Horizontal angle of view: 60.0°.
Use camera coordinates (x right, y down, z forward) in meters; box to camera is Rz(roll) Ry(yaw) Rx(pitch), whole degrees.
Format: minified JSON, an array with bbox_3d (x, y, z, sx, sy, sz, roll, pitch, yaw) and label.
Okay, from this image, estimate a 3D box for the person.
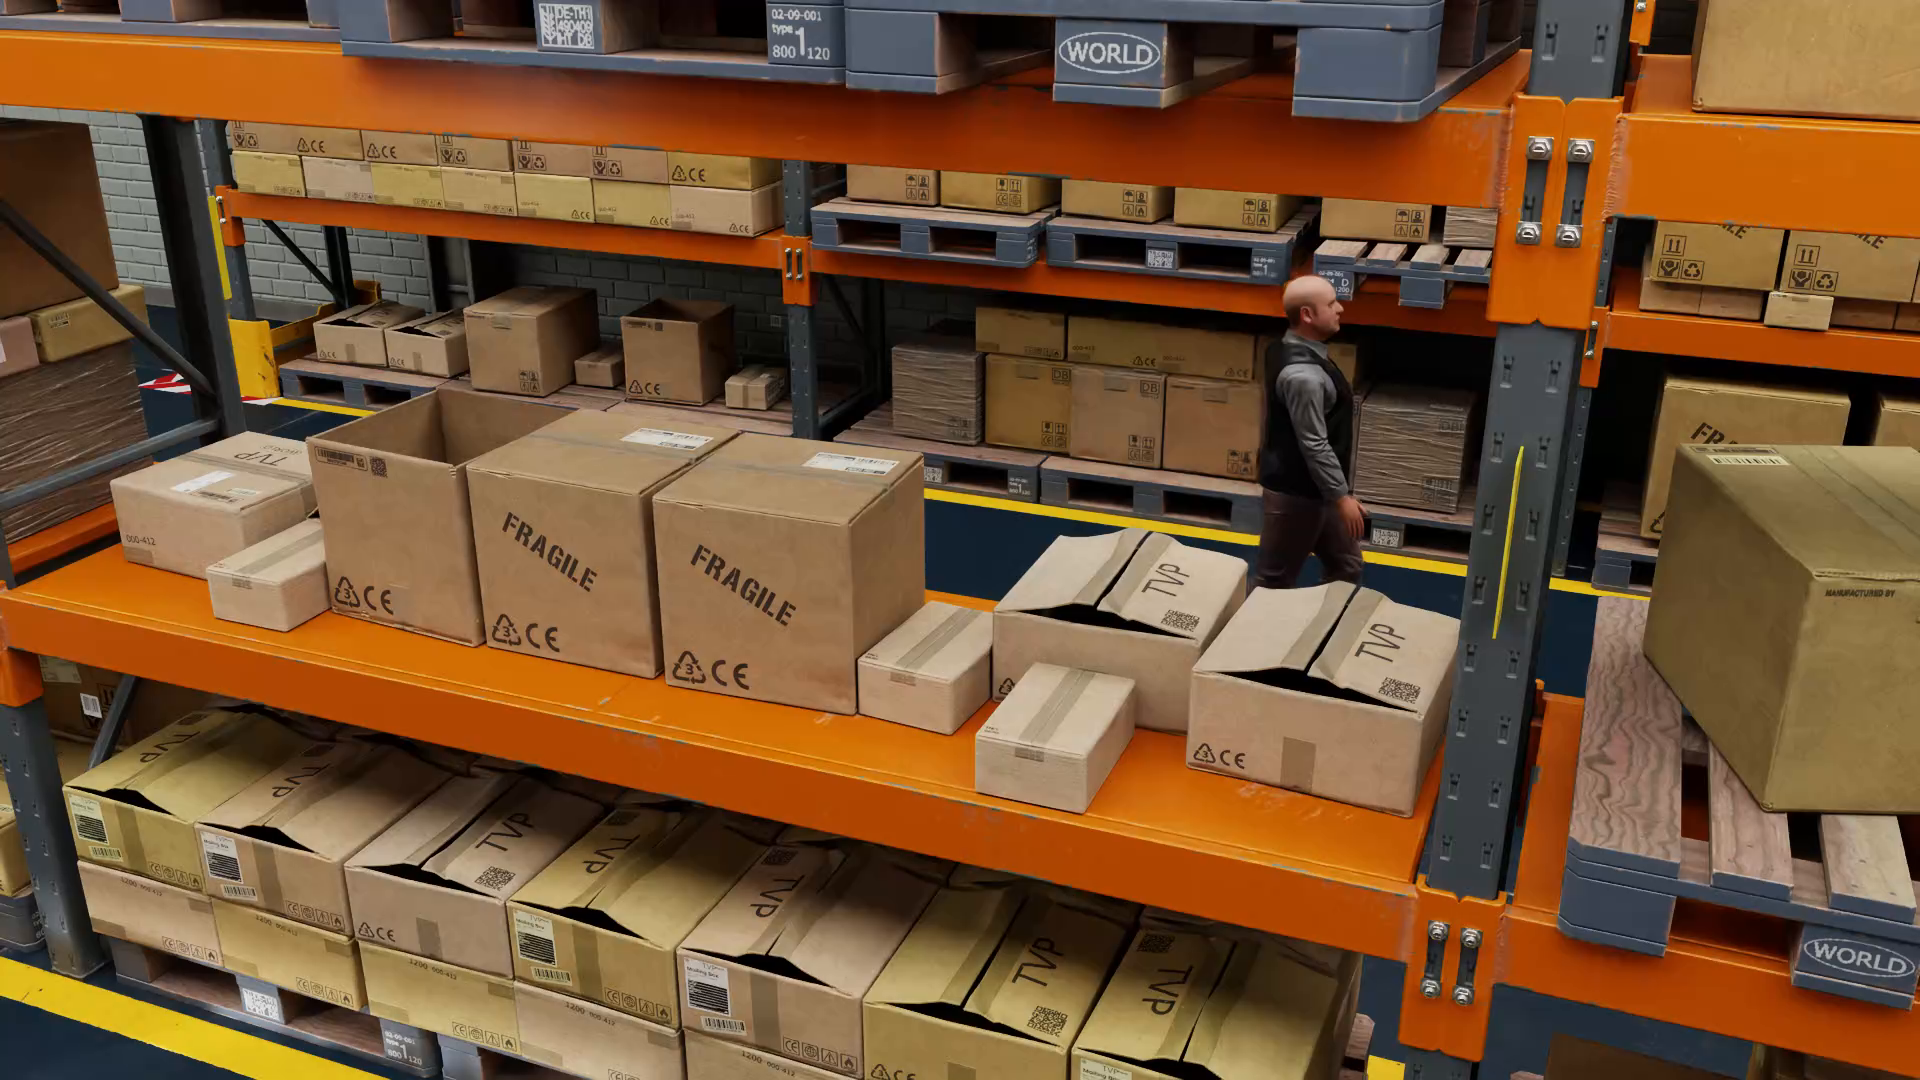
[{"bbox_3d":[1.416,-0.168,6.559,0.758,1.758,0.571,4,22,9],"label":"person"}]
